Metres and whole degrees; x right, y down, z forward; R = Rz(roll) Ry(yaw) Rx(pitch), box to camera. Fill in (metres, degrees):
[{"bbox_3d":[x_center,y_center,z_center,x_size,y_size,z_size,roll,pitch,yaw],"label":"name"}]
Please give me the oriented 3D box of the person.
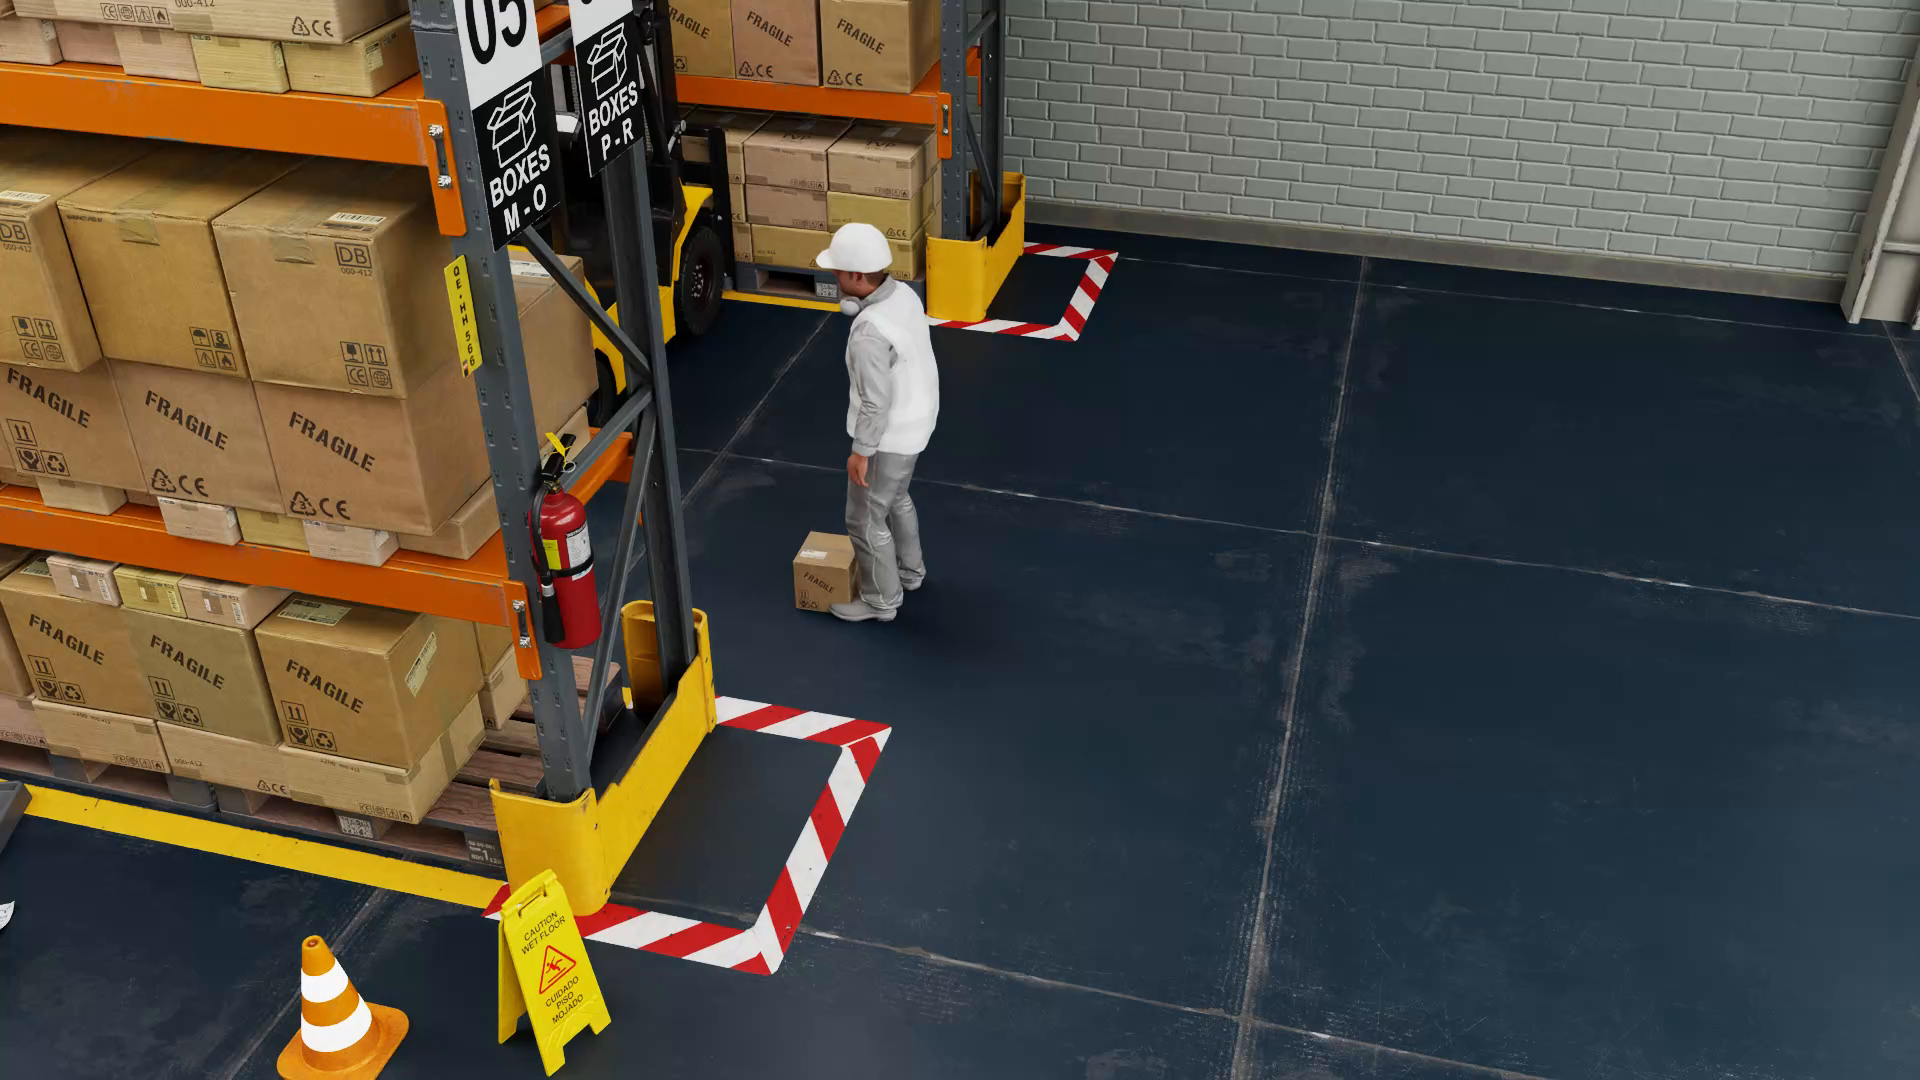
[{"bbox_3d":[-0.322,-0.464,6.839,0.466,1.771,0.584,8,33,12],"label":"person"}]
